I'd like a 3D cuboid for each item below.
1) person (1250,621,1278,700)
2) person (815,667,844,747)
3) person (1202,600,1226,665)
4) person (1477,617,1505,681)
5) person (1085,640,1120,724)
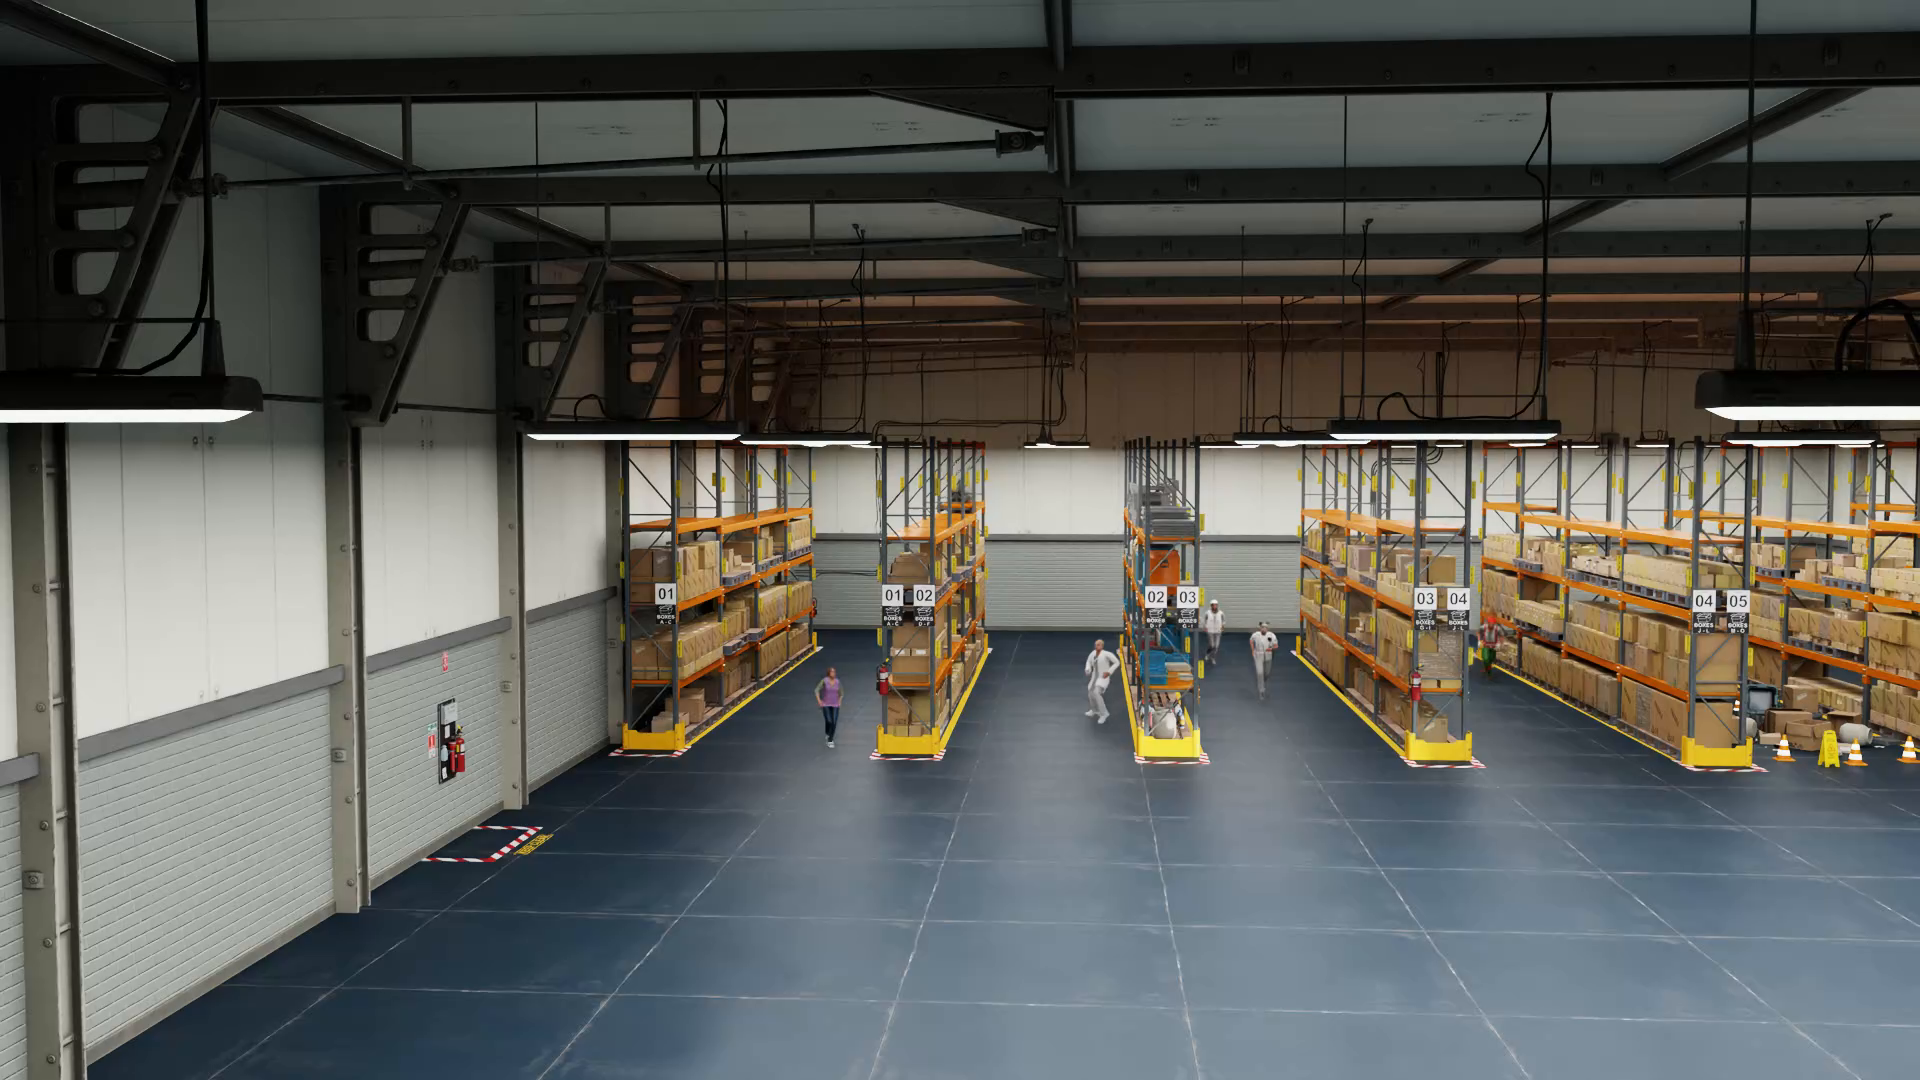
[{"bbox_3d":[7.089,2.789,38.744,0.614,1.840,1.054,0,3,-1],"label":"person"},{"bbox_3d":[-2.496,3.228,32.114,0.548,1.559,0.505,-1,3,-20],"label":"person"},{"bbox_3d":[6.837,2.473,44.635,0.651,1.743,0.608,0,3,-2],"label":"person"},{"bbox_3d":[13.307,2.702,41.759,0.654,1.627,1.088,1,3,15],"label":"person"},{"bbox_3d":[2.973,2.982,35.309,0.901,1.762,0.763,3,4,43],"label":"person"}]
